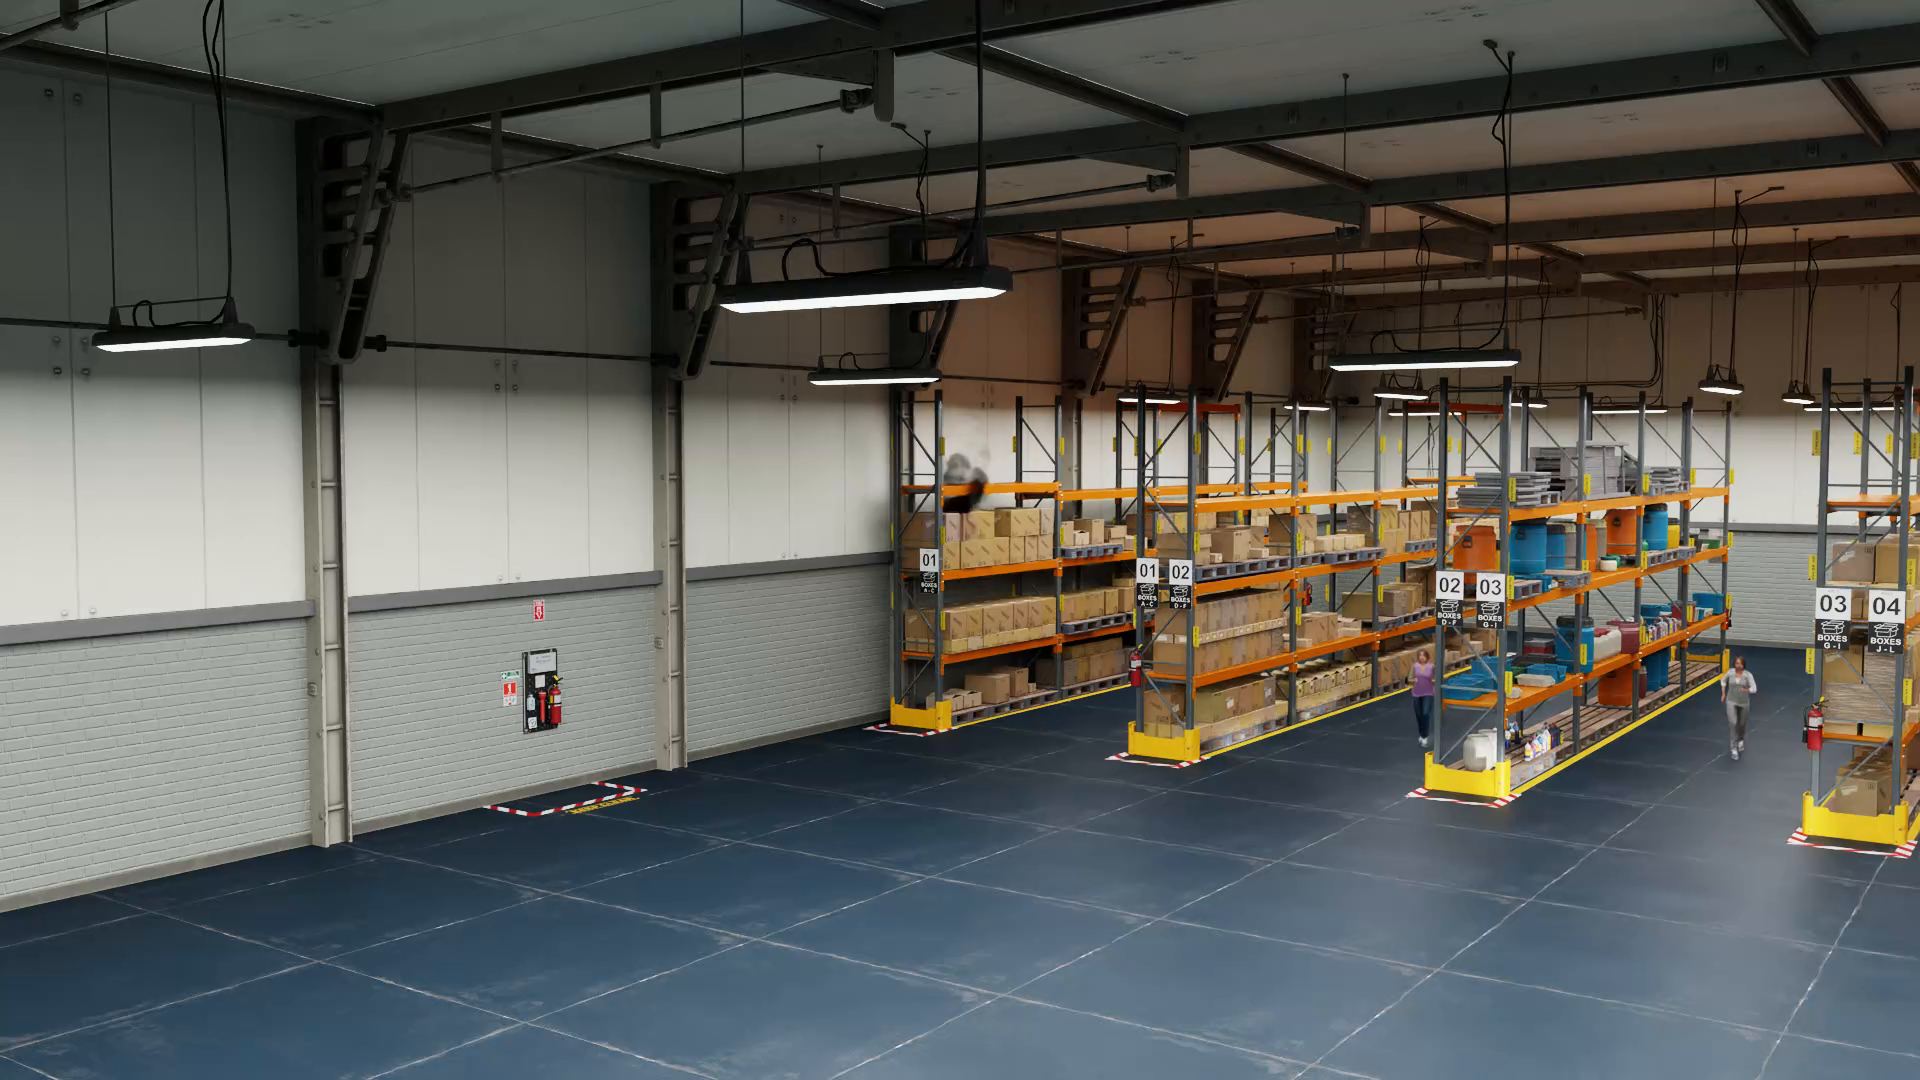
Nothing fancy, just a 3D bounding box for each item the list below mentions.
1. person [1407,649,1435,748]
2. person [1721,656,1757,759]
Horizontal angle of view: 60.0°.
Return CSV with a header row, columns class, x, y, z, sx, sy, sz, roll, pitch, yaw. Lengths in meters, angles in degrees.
class,x,y,z,sx,sy,sz,roll,pitch,yaw
person,7.734,2.647,27.775,0.514,1.625,0.666,2,4,27
person,12.548,2.669,26.806,0.520,1.612,0.855,1,4,24
